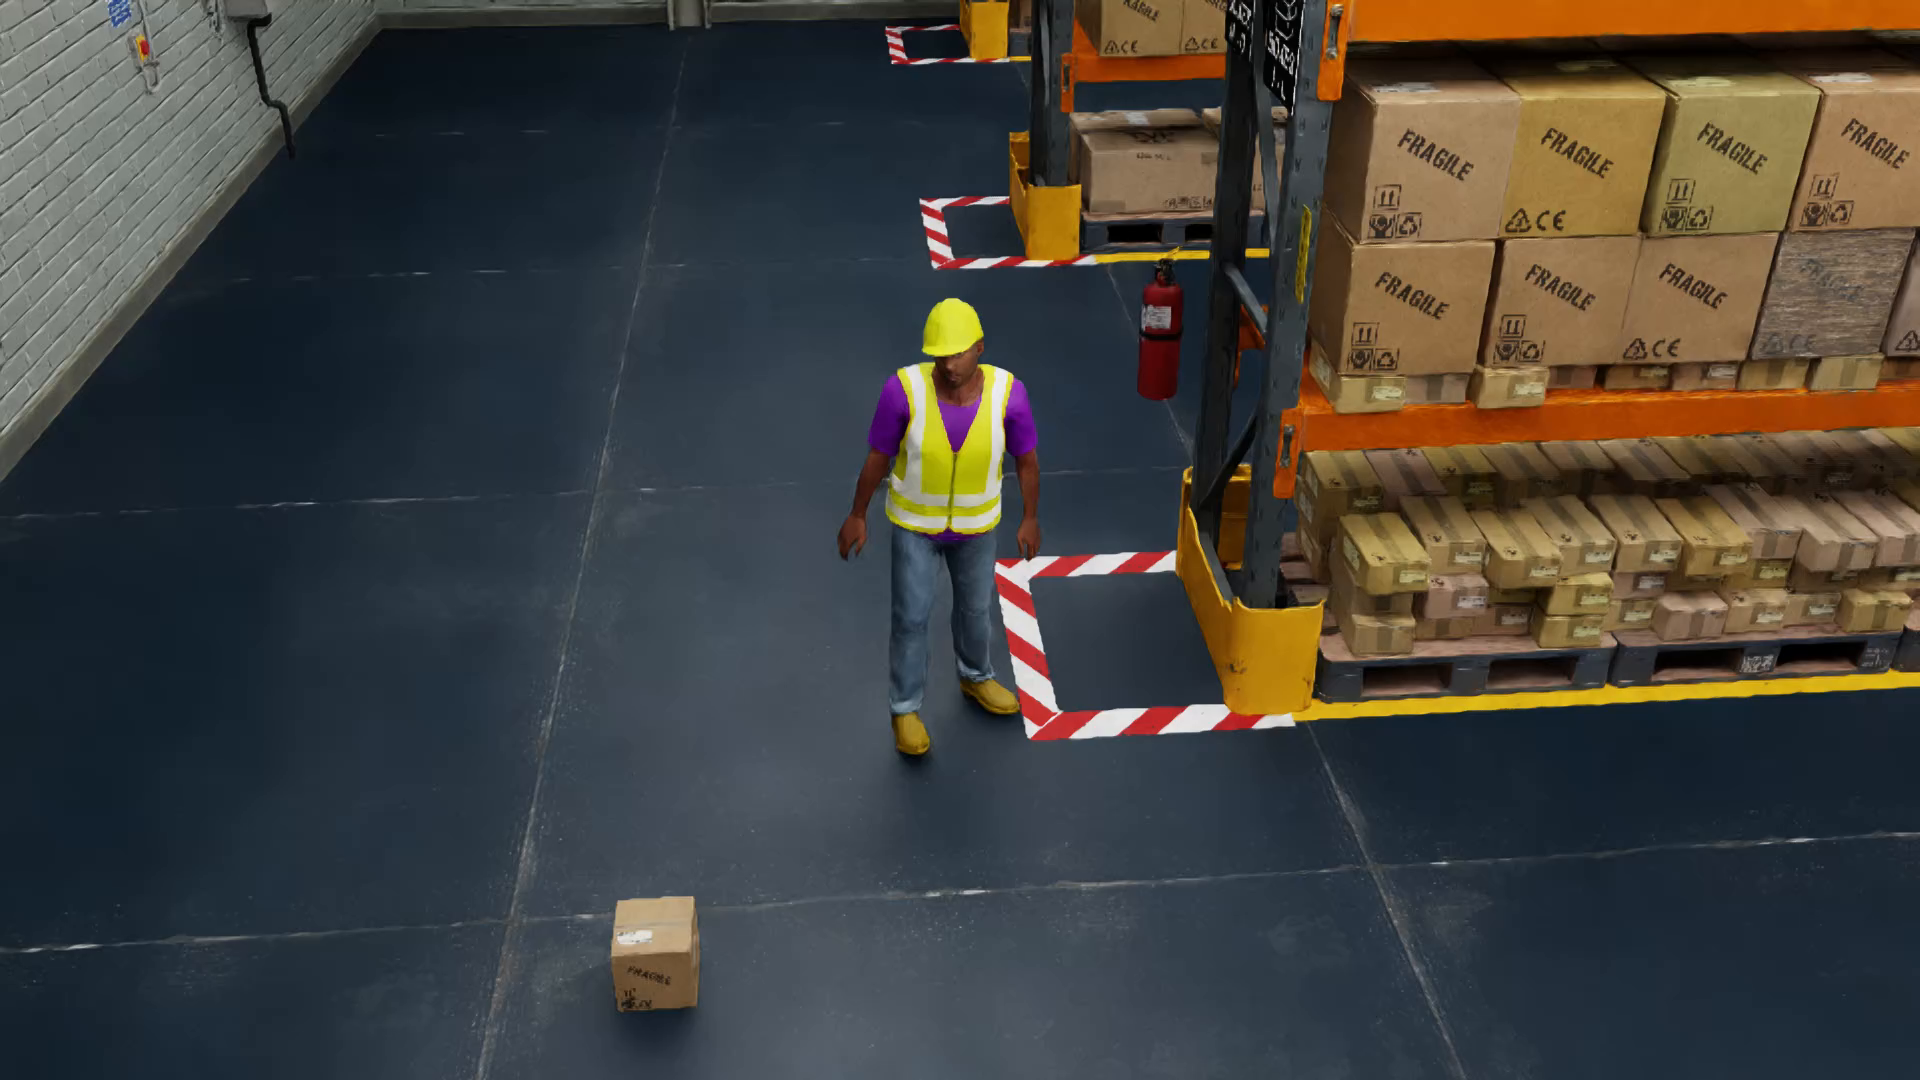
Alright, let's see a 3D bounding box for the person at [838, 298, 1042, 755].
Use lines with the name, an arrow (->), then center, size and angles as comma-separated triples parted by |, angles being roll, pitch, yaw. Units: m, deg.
person -> -0.062, -0.041, 6.122 | 0.764, 1.766, 0.528 | -5, 31, -8
